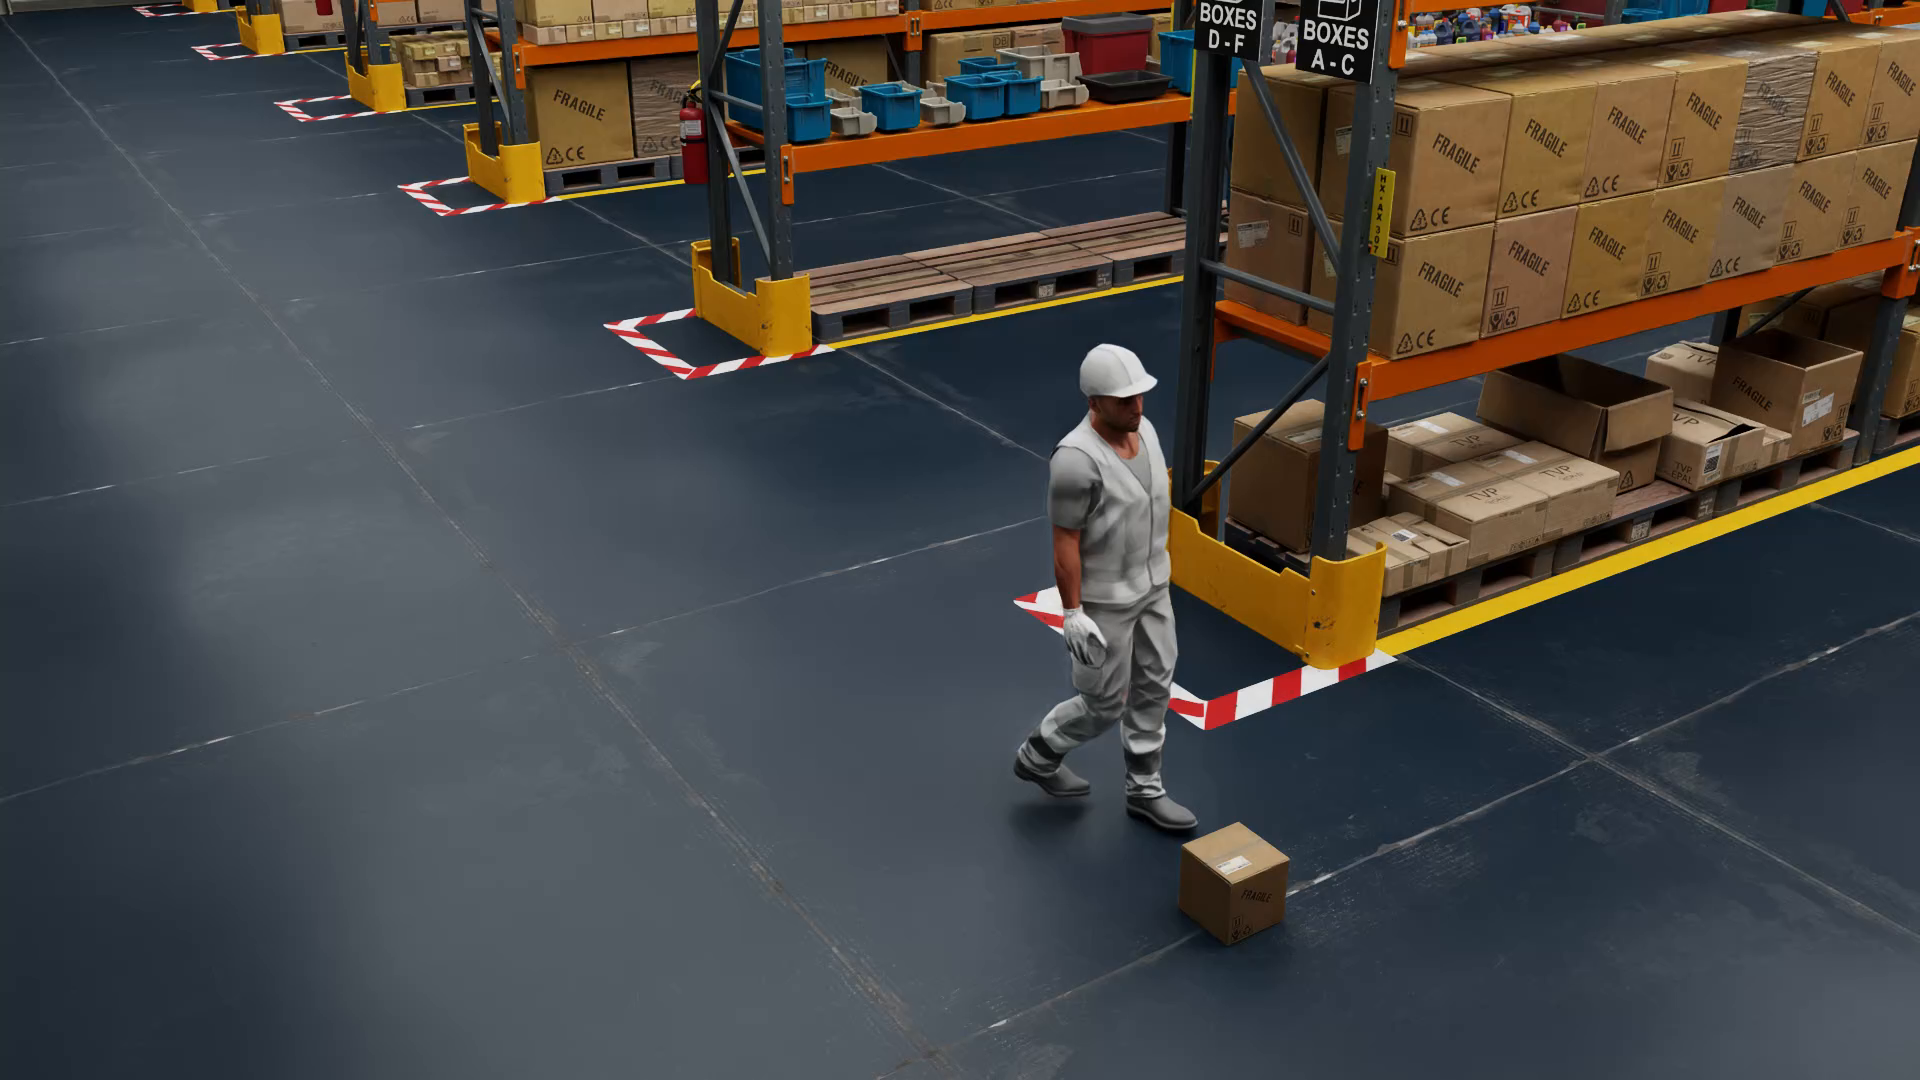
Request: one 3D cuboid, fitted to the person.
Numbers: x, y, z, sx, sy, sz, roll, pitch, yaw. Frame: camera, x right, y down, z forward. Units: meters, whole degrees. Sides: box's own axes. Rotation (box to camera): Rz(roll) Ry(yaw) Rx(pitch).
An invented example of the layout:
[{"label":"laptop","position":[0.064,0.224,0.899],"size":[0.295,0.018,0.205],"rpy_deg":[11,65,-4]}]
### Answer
[{"label":"person","position":[0.542,0.174,5.692],"size":[0.670,1.782,0.585],"rpy_deg":[21,32,38]}]
